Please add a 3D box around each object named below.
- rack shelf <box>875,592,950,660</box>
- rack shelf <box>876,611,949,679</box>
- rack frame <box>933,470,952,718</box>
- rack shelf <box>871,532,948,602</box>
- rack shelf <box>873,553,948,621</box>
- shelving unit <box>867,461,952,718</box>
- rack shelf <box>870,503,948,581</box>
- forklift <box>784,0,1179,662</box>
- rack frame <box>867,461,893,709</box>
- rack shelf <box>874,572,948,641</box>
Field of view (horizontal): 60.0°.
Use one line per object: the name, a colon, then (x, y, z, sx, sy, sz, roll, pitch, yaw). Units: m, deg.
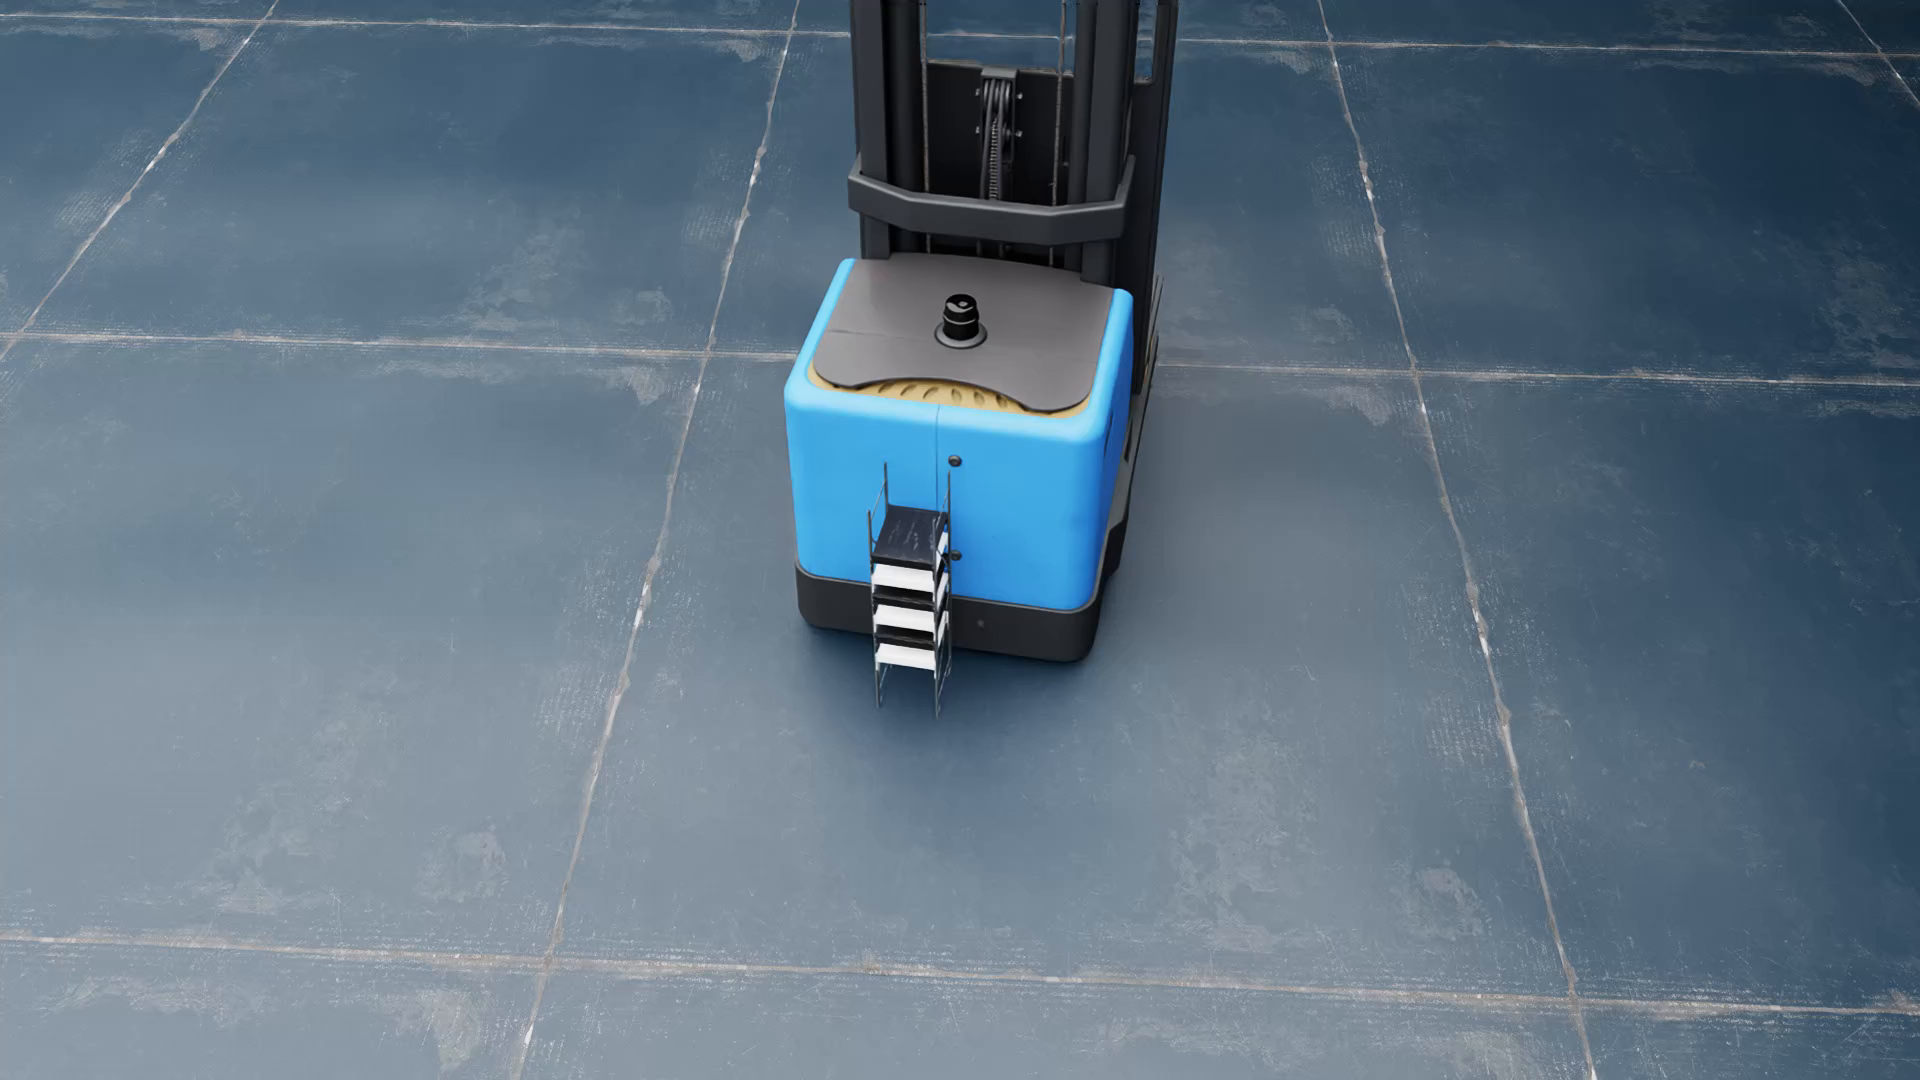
rack shelf: (-0.155, 0.266, 5.484, 0.200, 0.077, 0.258, 8, 44, 8)
rack shelf: (-0.155, 0.332, 5.546, 0.200, 0.077, 0.258, 8, 44, 8)
rack frame: (-0.055, 0.190, 5.385, 0.006, 0.900, 0.240, 8, 44, 8)
rack shelf: (-0.155, 0.070, 5.299, 0.200, 0.077, 0.258, 8, 44, 8)
rack shelf: (-0.155, 0.135, 5.361, 0.200, 0.077, 0.258, 8, 44, 8)
shelving unit: (-0.155, 0.177, 5.400, 0.210, 0.900, 0.258, 8, 44, 8)
rack shelf: (-0.155, 0.004, 5.238, 0.200, 0.077, 0.258, 8, 44, 8)
forklift: (0.222, -1.671, 5.894, 1.130, 2.935, 3.031, 8, 44, 8)
rack frame: (-0.254, 0.163, 5.414, 0.006, 0.900, 0.240, 8, 44, 8)
rack shelf: (-0.155, 0.201, 5.423, 0.200, 0.077, 0.258, 8, 44, 8)
